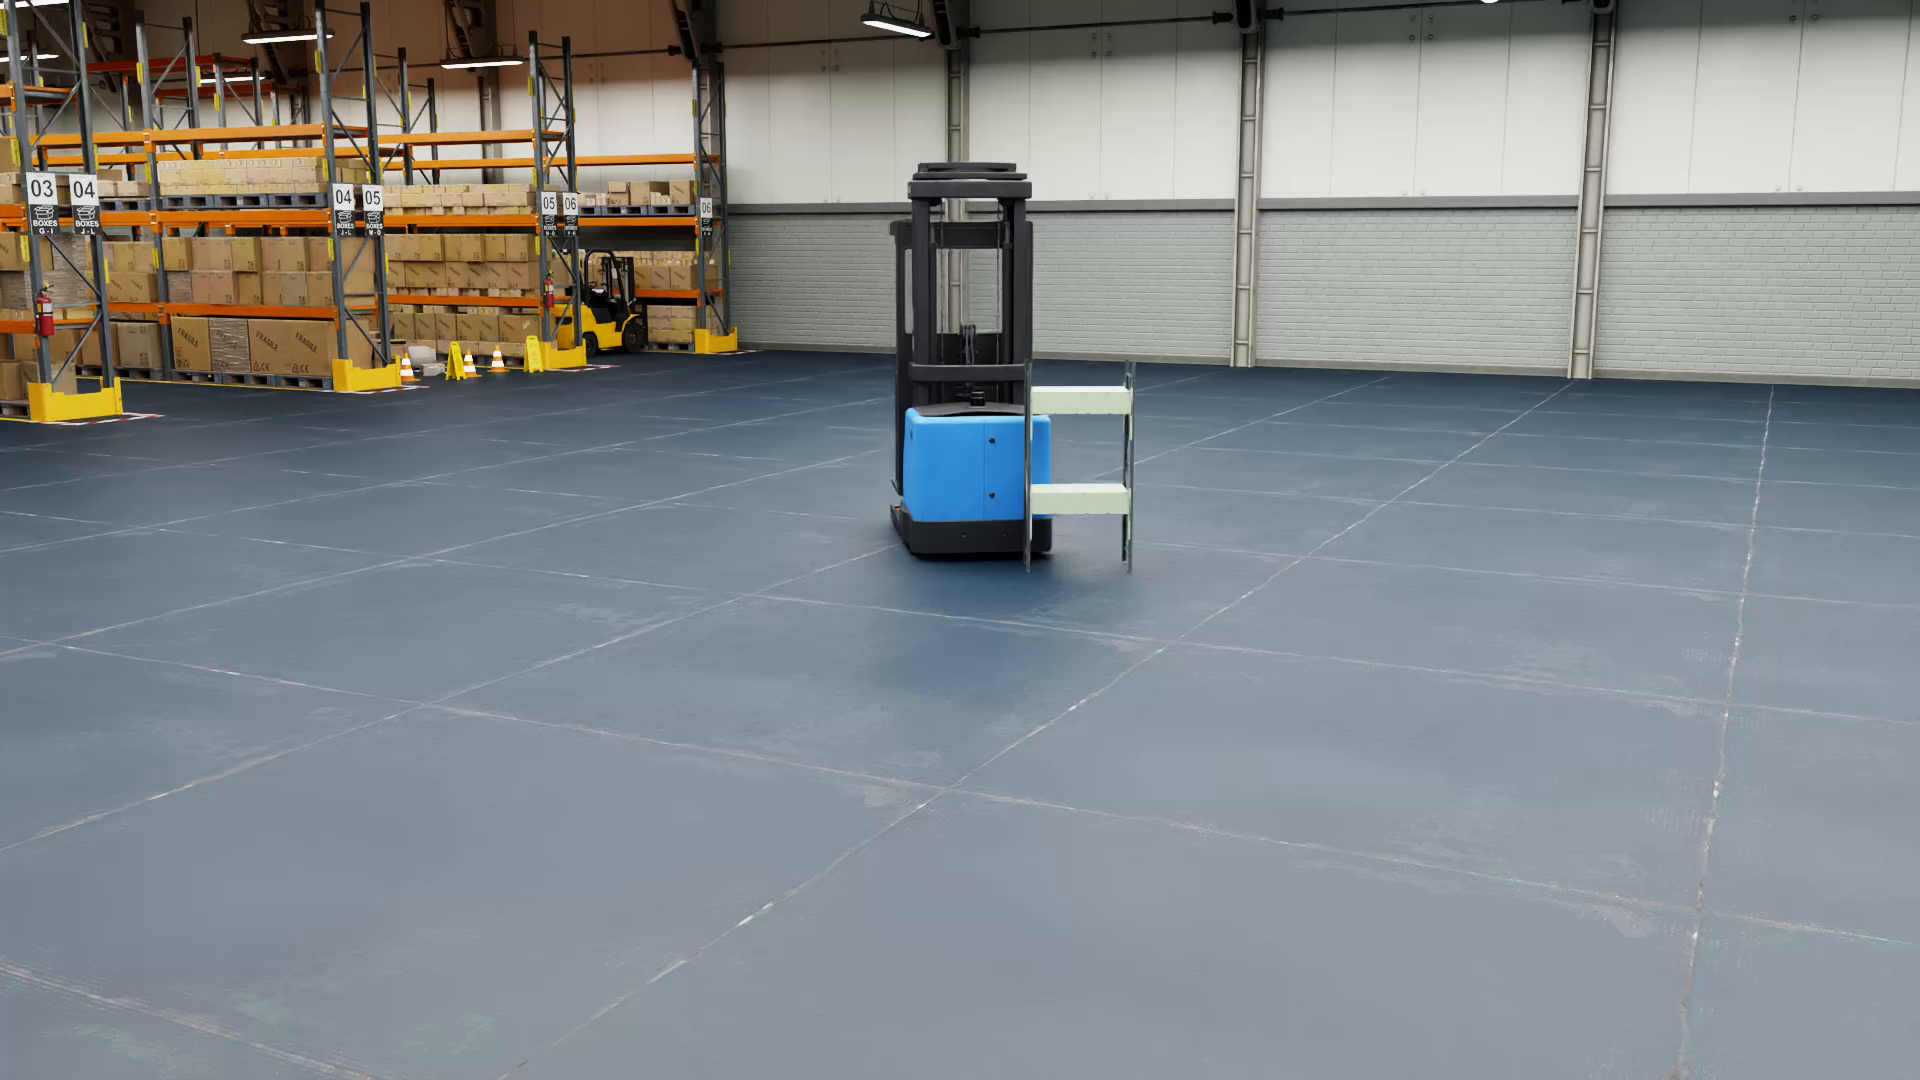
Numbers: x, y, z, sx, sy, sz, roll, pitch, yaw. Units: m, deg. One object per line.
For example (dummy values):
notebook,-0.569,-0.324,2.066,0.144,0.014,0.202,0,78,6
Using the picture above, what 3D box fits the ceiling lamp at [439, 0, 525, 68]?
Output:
ceiling lamp,-9.645,-11.273,33.862,2.000,3.185,0.800,5,11,26

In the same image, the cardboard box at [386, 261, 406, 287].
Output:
cardboard box,-10.718,-5.134,32.061,0.500,0.500,0.500,5,11,26

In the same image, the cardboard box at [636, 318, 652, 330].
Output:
cardboard box,-6.702,-4.662,35.707,0.500,0.250,0.500,5,11,25

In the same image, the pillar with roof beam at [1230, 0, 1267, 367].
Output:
pillar with roof beam,3.422,-7.014,26.714,0.548,9.000,9.100,5,11,26

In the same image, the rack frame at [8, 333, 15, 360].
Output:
rack frame,-16.676,-4.535,29.863,0.127,3.000,1.000,5,11,26

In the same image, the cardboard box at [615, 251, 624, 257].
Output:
cardboard box,-7.220,-6.148,35.838,0.250,0.149,0.380,5,11,26

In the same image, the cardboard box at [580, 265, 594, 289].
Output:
cardboard box,-8.040,-5.745,36.271,0.500,0.500,0.500,5,12,27

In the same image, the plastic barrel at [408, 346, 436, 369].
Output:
plastic barrel,-9.925,-3.356,30.585,0.512,0.421,0.421,-4,11,-23

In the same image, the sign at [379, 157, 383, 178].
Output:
sign,-9.251,-5.937,26.515,0.005,0.325,0.100,5,11,26

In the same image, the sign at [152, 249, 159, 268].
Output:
sign,-13.320,-4.663,27.542,0.005,0.325,0.100,5,11,26

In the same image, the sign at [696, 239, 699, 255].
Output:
sign,-5.462,-6.097,34.577,0.005,0.325,0.100,5,11,26

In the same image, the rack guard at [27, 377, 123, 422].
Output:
rack guard,-11.855,-1.896,22.303,0.348,0.500,1.175,5,11,26

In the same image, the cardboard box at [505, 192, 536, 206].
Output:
cardboard box,-7.980,-6.249,30.497,0.500,0.250,0.500,5,11,25

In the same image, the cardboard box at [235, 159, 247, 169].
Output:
cardboard box,-11.322,-5.997,26.529,0.250,0.149,0.380,5,11,26

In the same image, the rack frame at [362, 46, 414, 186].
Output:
rack frame,-10.989,-7.970,31.999,0.127,3.000,1.000,5,11,26

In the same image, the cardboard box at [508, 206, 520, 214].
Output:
cardboard box,-8.084,-6.053,30.535,0.250,0.149,0.380,5,11,26

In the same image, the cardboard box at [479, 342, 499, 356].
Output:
cardboard box,-8.707,-3.619,31.346,0.500,0.250,0.500,5,11,26

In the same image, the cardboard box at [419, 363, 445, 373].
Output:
cardboard box,-9.471,-3.081,29.834,0.380,0.149,0.250,-7,12,-33

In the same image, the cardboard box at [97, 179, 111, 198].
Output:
cardboard box,-14.758,-6.010,28.385,0.500,0.311,0.500,5,11,24

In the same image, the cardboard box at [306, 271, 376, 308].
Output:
cardboard box,-9.855,-4.000,26.488,0.550,0.550,0.875,5,11,26

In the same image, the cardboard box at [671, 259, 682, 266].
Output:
cardboard box,-5.887,-5.862,35.096,0.250,0.149,0.380,5,12,27

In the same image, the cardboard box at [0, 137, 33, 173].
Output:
cardboard box,-12.999,-5.198,22.585,0.500,0.500,0.500,5,11,26

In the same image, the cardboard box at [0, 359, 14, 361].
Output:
cardboard box,-13.444,-2.243,23.038,0.500,0.500,0.500,6,12,31

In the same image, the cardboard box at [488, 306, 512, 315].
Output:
cardboard box,-8.595,-4.284,31.094,0.250,0.149,0.380,5,12,27

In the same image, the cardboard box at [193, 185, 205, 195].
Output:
cardboard box,-12.232,-5.685,27.042,0.250,0.149,0.380,5,11,25

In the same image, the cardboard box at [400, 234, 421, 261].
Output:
cardboard box,-10.242,-5.592,31.784,0.500,0.500,0.700,5,11,26

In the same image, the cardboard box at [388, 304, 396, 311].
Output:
cardboard box,-13.197,-5.437,38.867,0.250,0.149,0.380,4,11,23

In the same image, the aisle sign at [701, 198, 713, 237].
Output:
aisle sign,-5.280,-6.723,34.654,0.004,0.787,0.394,5,11,26

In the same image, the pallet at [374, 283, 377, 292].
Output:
pallet,-11.611,-5.007,33.012,1.213,0.211,1.003,5,11,26

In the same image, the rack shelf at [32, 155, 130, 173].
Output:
rack shelf,-19.957,-8.207,36.453,4.000,0.370,1.077,5,11,26

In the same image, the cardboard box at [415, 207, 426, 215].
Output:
cardboard box,-10.130,-6.249,31.619,0.250,0.149,0.380,5,12,28

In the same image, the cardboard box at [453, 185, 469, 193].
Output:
cardboard box,-9.226,-6.543,31.001,0.250,0.149,0.380,5,12,27

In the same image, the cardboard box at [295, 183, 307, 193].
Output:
cardboard box,-10.176,-5.505,26.045,0.250,0.149,0.380,5,11,26

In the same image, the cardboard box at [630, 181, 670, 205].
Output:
cardboard box,-6.588,-7.370,35.363,0.500,0.500,0.700,5,11,26

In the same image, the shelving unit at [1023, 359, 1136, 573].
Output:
shelving unit,0.852,-0.539,11.999,0.755,1.500,0.431,0,10,-1

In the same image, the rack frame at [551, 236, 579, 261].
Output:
rack frame,-8.797,-5.811,36.915,0.127,3.000,1.000,5,11,26

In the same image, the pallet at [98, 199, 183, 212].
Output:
pallet,-13.933,-5.666,28.227,1.217,0.209,0.805,5,11,24

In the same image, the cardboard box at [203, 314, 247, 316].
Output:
cardboard box,-15.159,-4.562,34.801,0.875,0.875,0.875,5,11,25

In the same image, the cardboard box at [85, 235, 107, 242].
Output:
cardboard box,-18.581,-6.482,35.714,0.250,0.149,0.380,5,11,25

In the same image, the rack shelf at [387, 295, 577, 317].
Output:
rack shelf,-9.196,-4.506,31.727,4.000,0.370,1.077,5,11,26

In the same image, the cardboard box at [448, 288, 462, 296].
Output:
cardboard box,-9.468,-4.701,31.485,0.250,0.149,0.380,5,11,26

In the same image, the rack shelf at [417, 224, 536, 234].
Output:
rack shelf,-10.590,-7.091,37.583,4.000,0.370,1.077,5,11,26

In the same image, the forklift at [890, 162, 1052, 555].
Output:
forklift,0.008,-1.548,13.551,1.130,2.935,3.031,-1,10,-6

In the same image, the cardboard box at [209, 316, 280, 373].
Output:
cardboard box,-11.746,-3.249,27.548,0.875,0.875,0.875,5,11,26

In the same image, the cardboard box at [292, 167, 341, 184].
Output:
cardboard box,-10.065,-5.703,26.020,0.500,0.250,0.500,5,11,27

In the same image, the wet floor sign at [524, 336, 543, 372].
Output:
wet floor sign,-7.705,-3.358,29.975,0.267,0.644,0.232,-10,14,-43

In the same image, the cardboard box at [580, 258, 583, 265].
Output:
cardboard box,-8.148,-6.076,36.278,0.250,0.149,0.380,5,11,26

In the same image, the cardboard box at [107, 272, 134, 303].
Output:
cardboard box,-14.128,-4.307,28.324,0.500,0.500,0.500,5,11,25

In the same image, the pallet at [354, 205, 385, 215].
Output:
pallet,-11.496,-6.467,32.646,1.003,0.211,1.213,5,11,26
